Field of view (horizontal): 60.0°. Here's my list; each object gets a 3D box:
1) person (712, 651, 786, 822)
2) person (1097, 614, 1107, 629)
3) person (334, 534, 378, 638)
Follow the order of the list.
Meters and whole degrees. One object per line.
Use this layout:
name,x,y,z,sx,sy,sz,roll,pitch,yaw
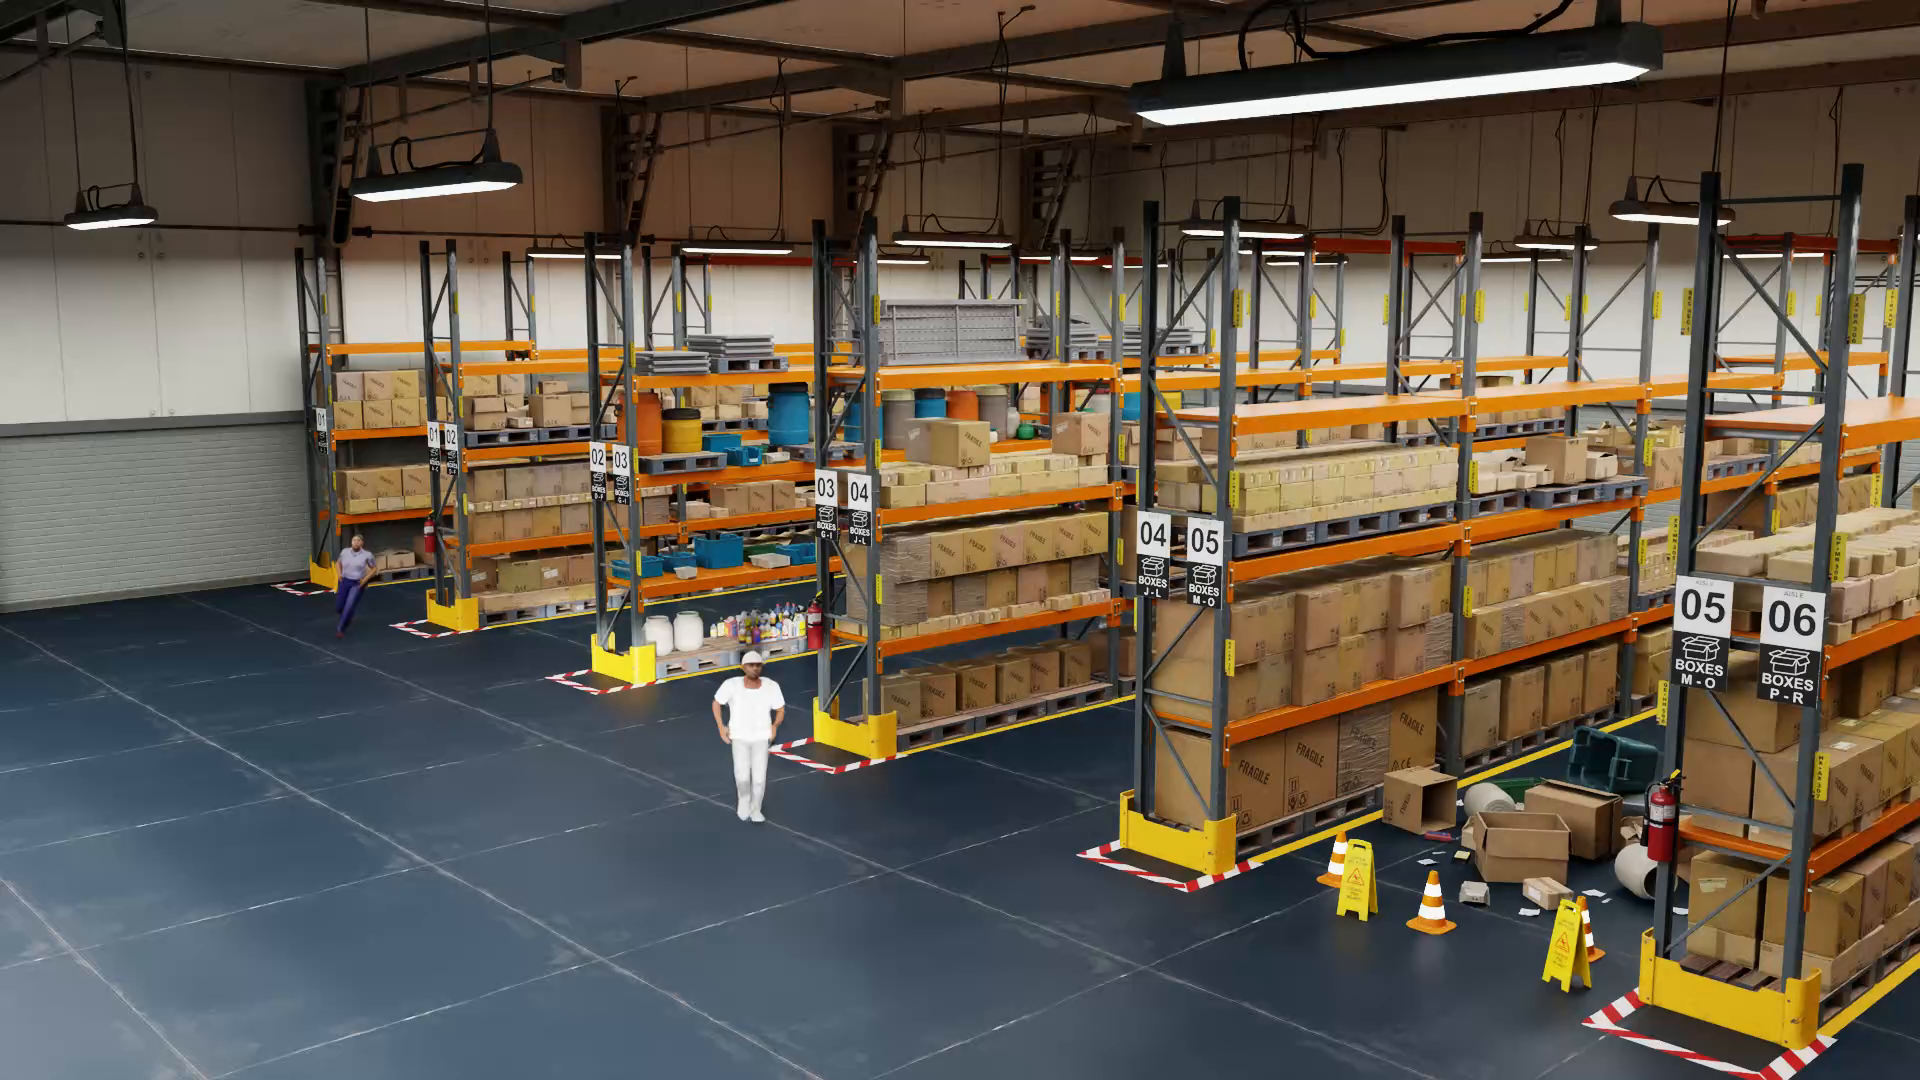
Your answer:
person,-2.036,1.937,16.254,0.697,1.724,0.568,-2,9,-15
person,2.056,0.488,24.049,0.673,1.763,0.548,8,12,44
person,-9.263,0.709,25.502,0.673,1.515,0.694,0,8,-1
